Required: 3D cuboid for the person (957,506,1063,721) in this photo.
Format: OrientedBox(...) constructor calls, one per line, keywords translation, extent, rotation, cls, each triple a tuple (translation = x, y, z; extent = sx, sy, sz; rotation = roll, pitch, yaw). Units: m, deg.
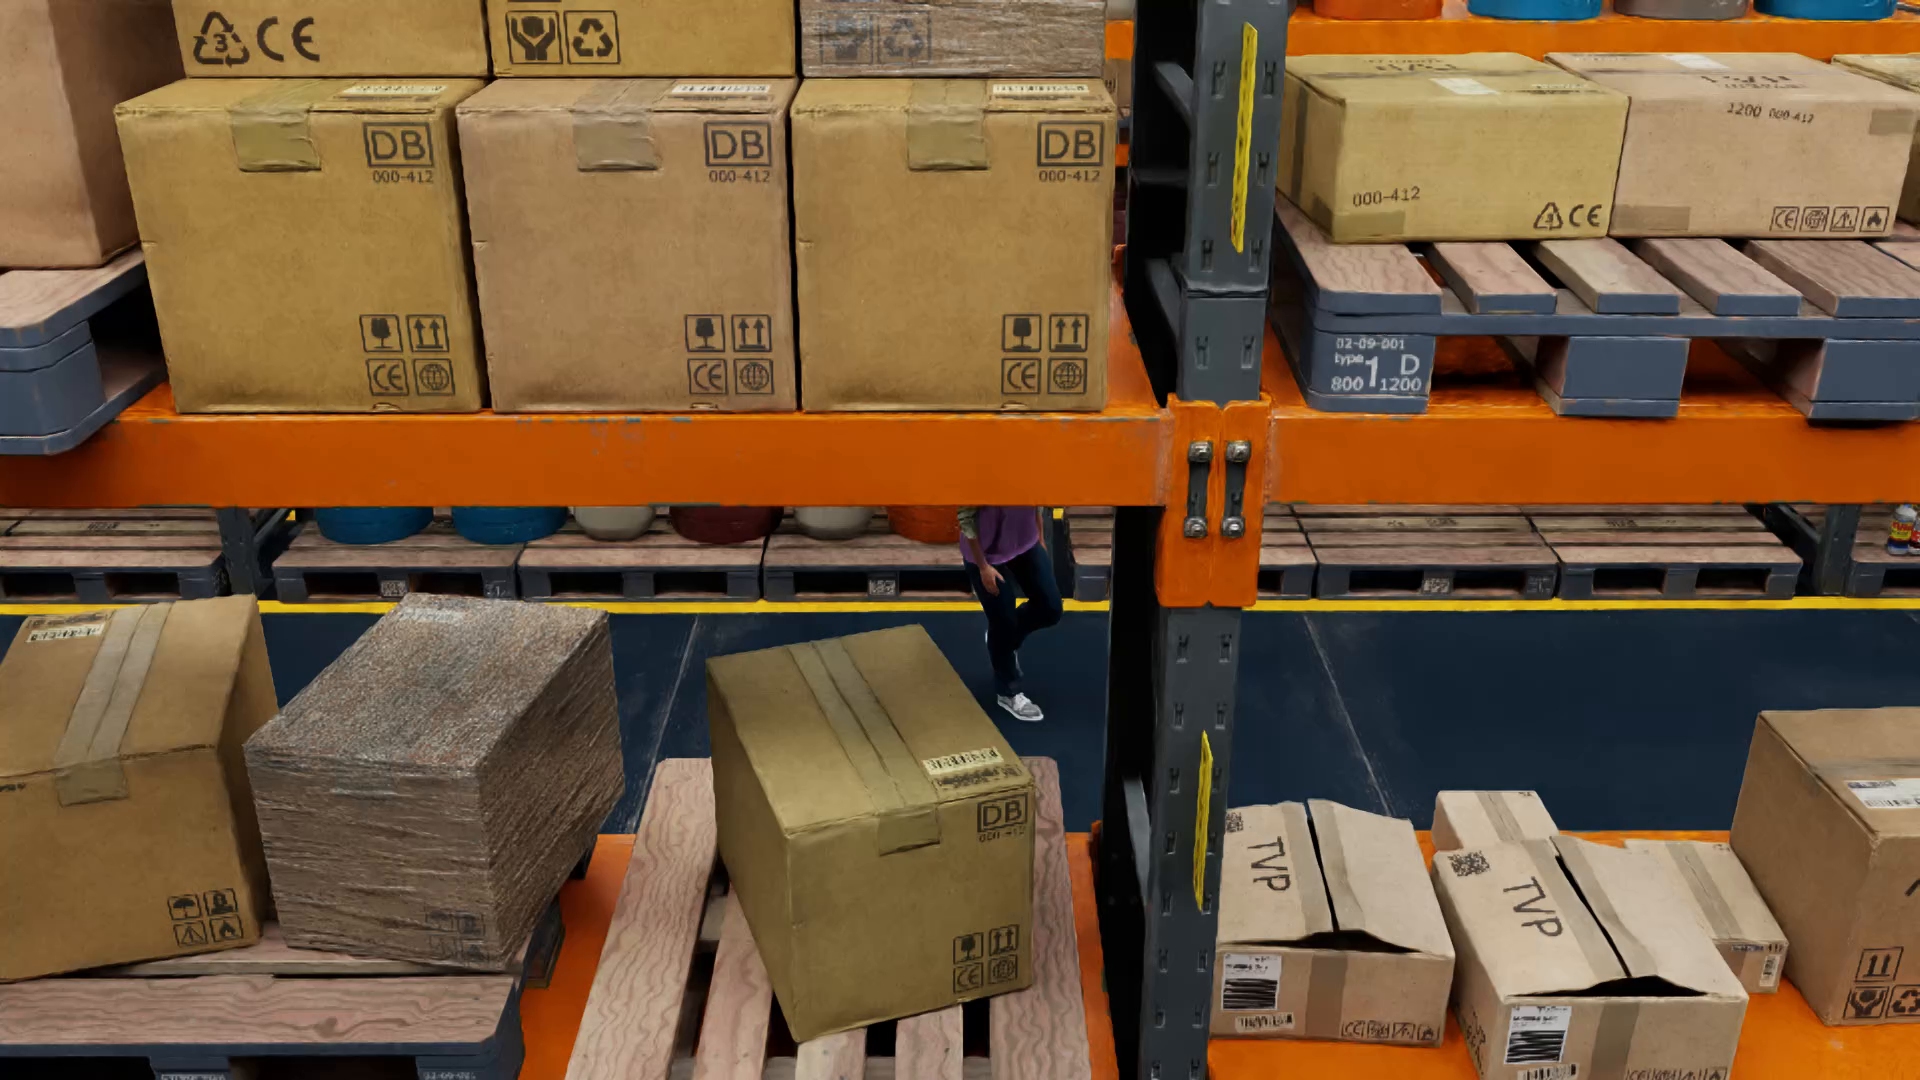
OrientedBox(translation=(0.151, 0.036, 7.050), extent=(0.462, 1.577, 0.447), rotation=(-17, 30, -33), cls="person")
